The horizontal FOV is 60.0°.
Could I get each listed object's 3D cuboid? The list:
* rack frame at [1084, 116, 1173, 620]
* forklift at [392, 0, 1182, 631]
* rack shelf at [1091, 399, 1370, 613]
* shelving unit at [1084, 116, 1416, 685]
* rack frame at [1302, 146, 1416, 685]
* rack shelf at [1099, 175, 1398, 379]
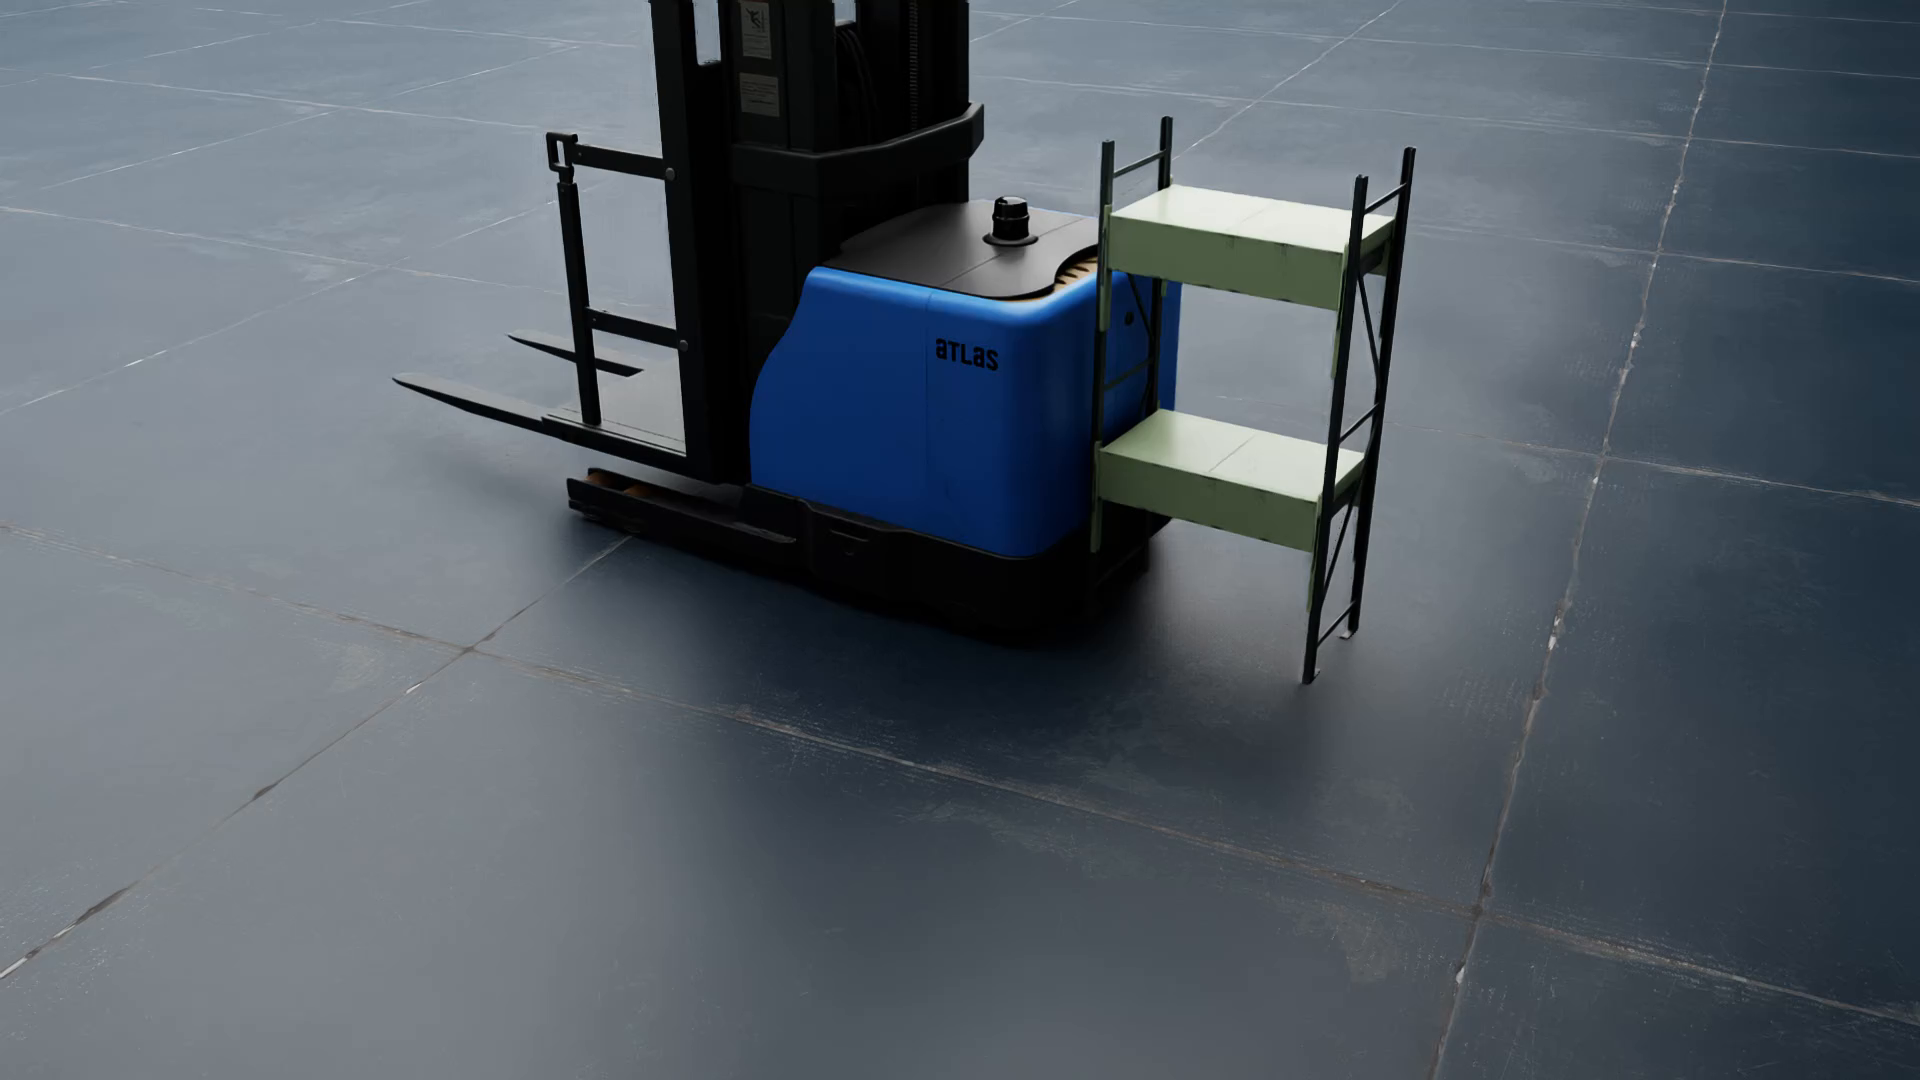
[{"bbox_3d":[0.508,-0.499,5.065,0.023,1.500,0.400,16,30,29],"label":"rack frame"},{"bbox_3d":[-0.783,-1.516,5.512,3.031,2.935,1.130,16,30,29],"label":"forklift"},{"bbox_3d":[0.816,-0.119,5.032,0.720,0.370,0.431,16,30,29],"label":"rack shelf"},{"bbox_3d":[0.816,-0.411,4.888,0.755,1.500,0.431,16,30,29],"label":"shelving unit"},{"bbox_3d":[1.124,-0.324,4.710,0.023,1.500,0.400,16,30,29],"label":"rack frame"},{"bbox_3d":[0.816,-0.762,4.715,0.720,0.370,0.431,16,30,29],"label":"rack shelf"}]
